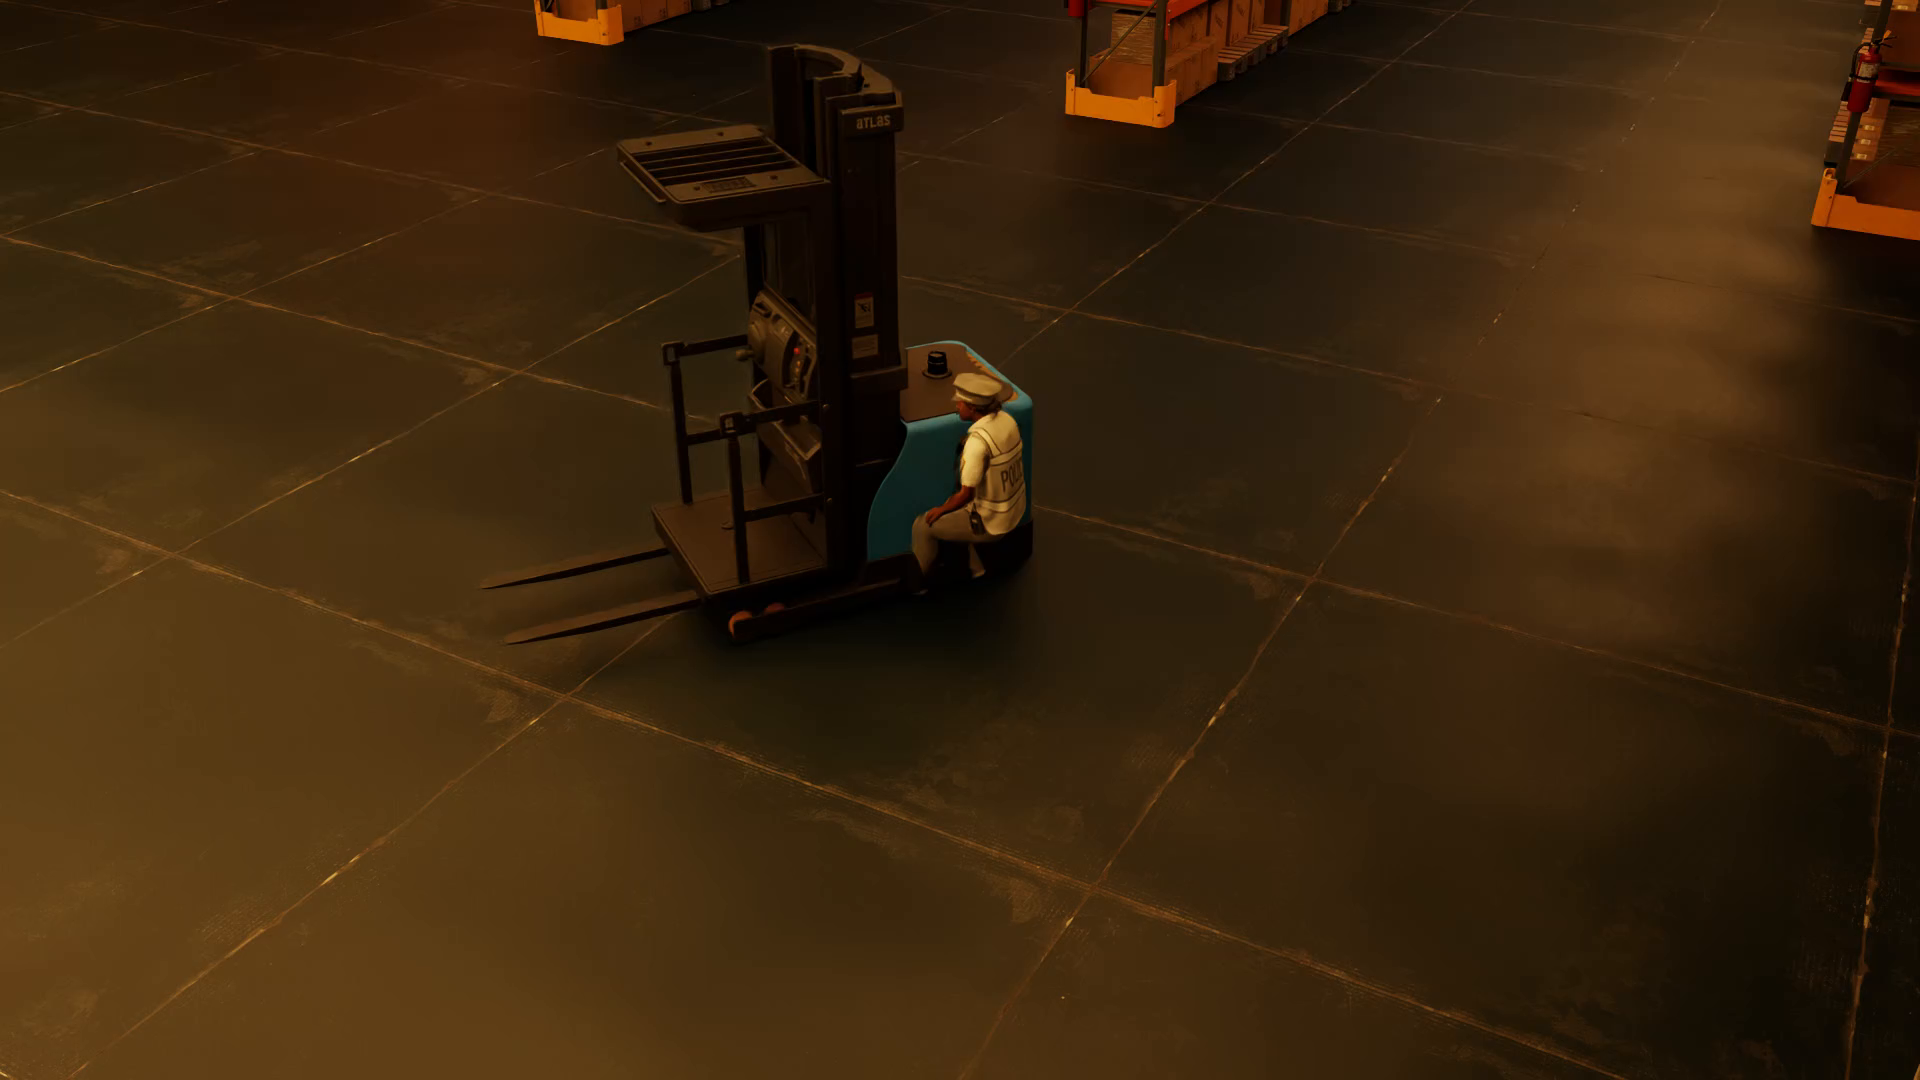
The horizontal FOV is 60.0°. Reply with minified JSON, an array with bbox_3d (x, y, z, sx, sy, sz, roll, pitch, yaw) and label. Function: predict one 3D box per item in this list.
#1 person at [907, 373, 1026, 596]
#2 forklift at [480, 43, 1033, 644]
[{"bbox_3d":[-0.052,-0.249,9.084,0.832,1.471,0.720,12,32,20],"label":"person"},{"bbox_3d":[-1.134,-1.017,8.833,3.031,2.935,1.130,-14,33,-22],"label":"forklift"}]
